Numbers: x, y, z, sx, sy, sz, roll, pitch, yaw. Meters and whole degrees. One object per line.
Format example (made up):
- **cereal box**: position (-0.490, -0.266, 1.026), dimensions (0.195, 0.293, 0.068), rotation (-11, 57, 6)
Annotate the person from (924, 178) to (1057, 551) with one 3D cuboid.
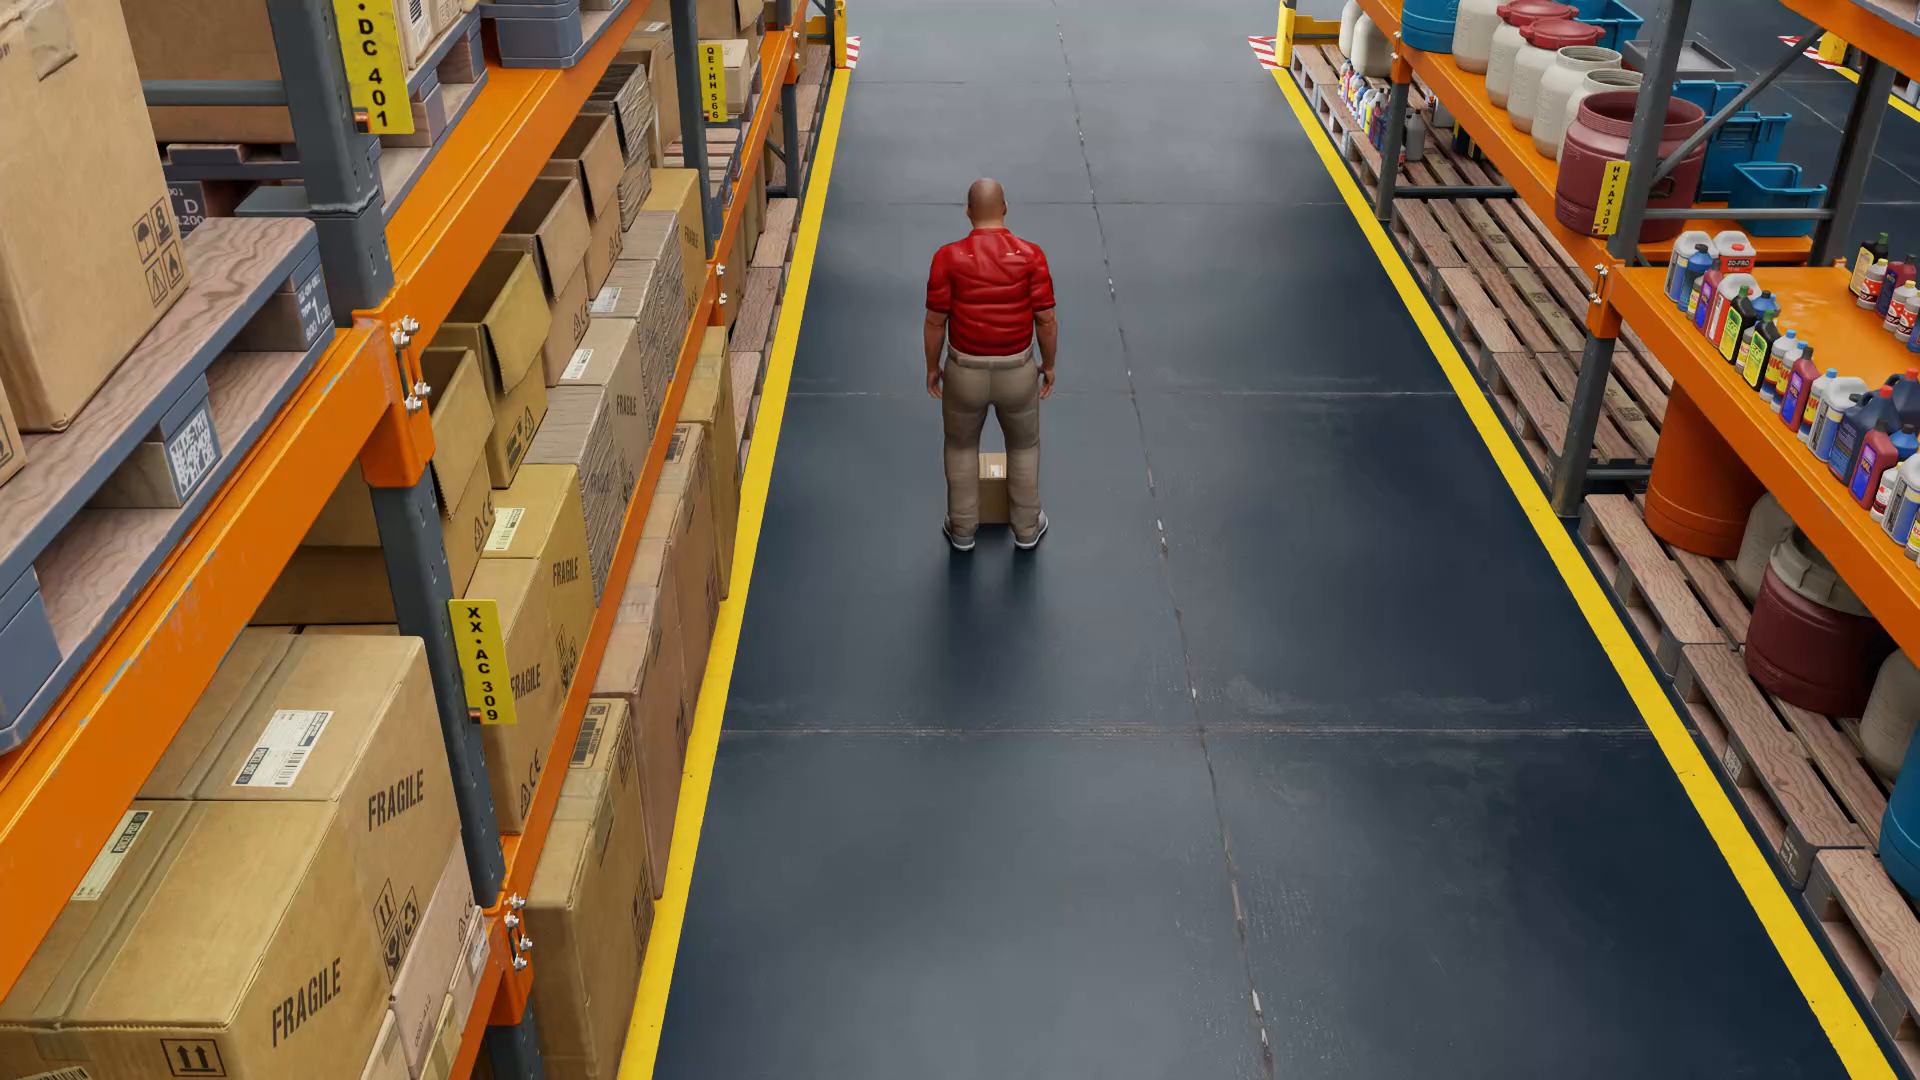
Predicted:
- **person**: position (0.134, -0.747, 7.375), dimensions (0.584, 1.726, 0.395), rotation (0, 31, -1)
